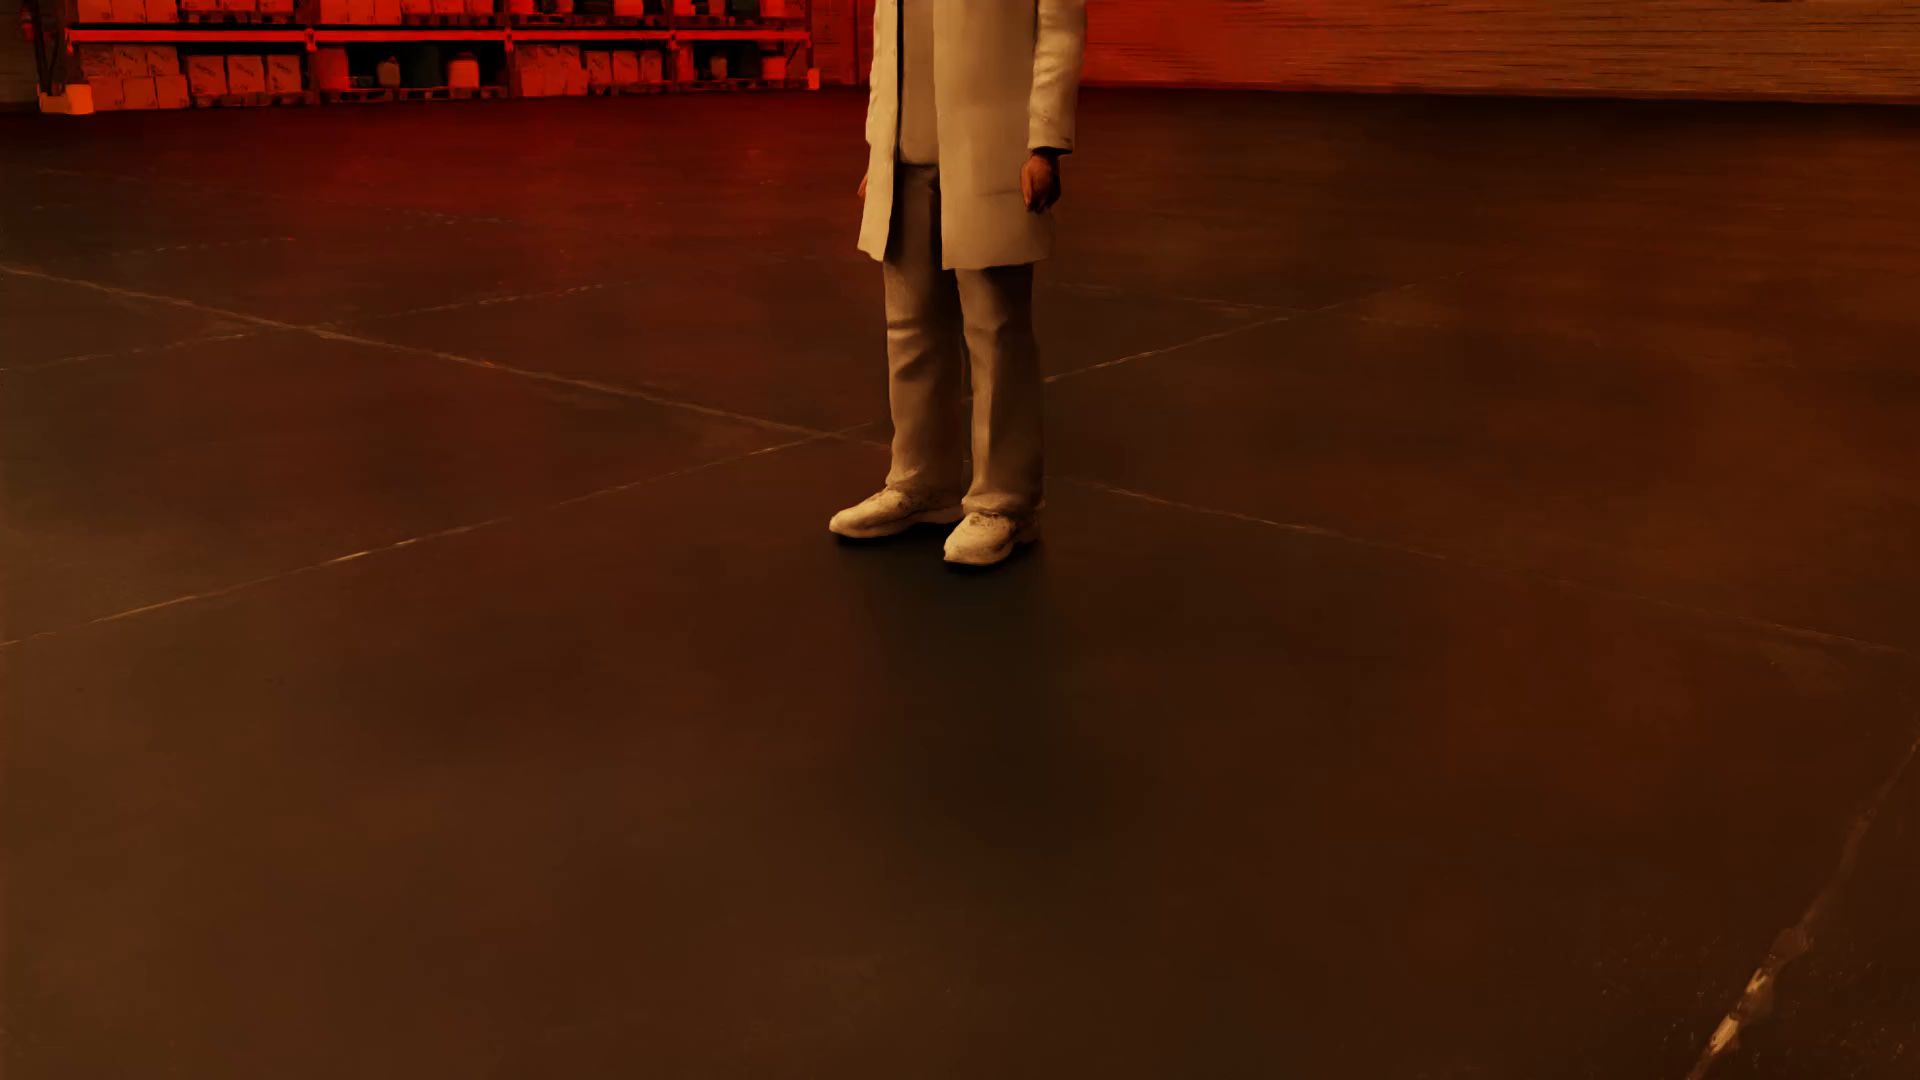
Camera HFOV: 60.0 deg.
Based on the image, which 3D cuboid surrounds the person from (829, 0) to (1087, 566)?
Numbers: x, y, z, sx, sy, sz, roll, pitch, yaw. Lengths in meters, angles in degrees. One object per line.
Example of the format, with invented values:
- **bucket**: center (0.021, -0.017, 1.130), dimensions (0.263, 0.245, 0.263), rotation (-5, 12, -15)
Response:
- **person**: center (-0.015, -0.847, 3.662), dimensions (0.558, 1.783, 0.377), rotation (13, 21, 37)
